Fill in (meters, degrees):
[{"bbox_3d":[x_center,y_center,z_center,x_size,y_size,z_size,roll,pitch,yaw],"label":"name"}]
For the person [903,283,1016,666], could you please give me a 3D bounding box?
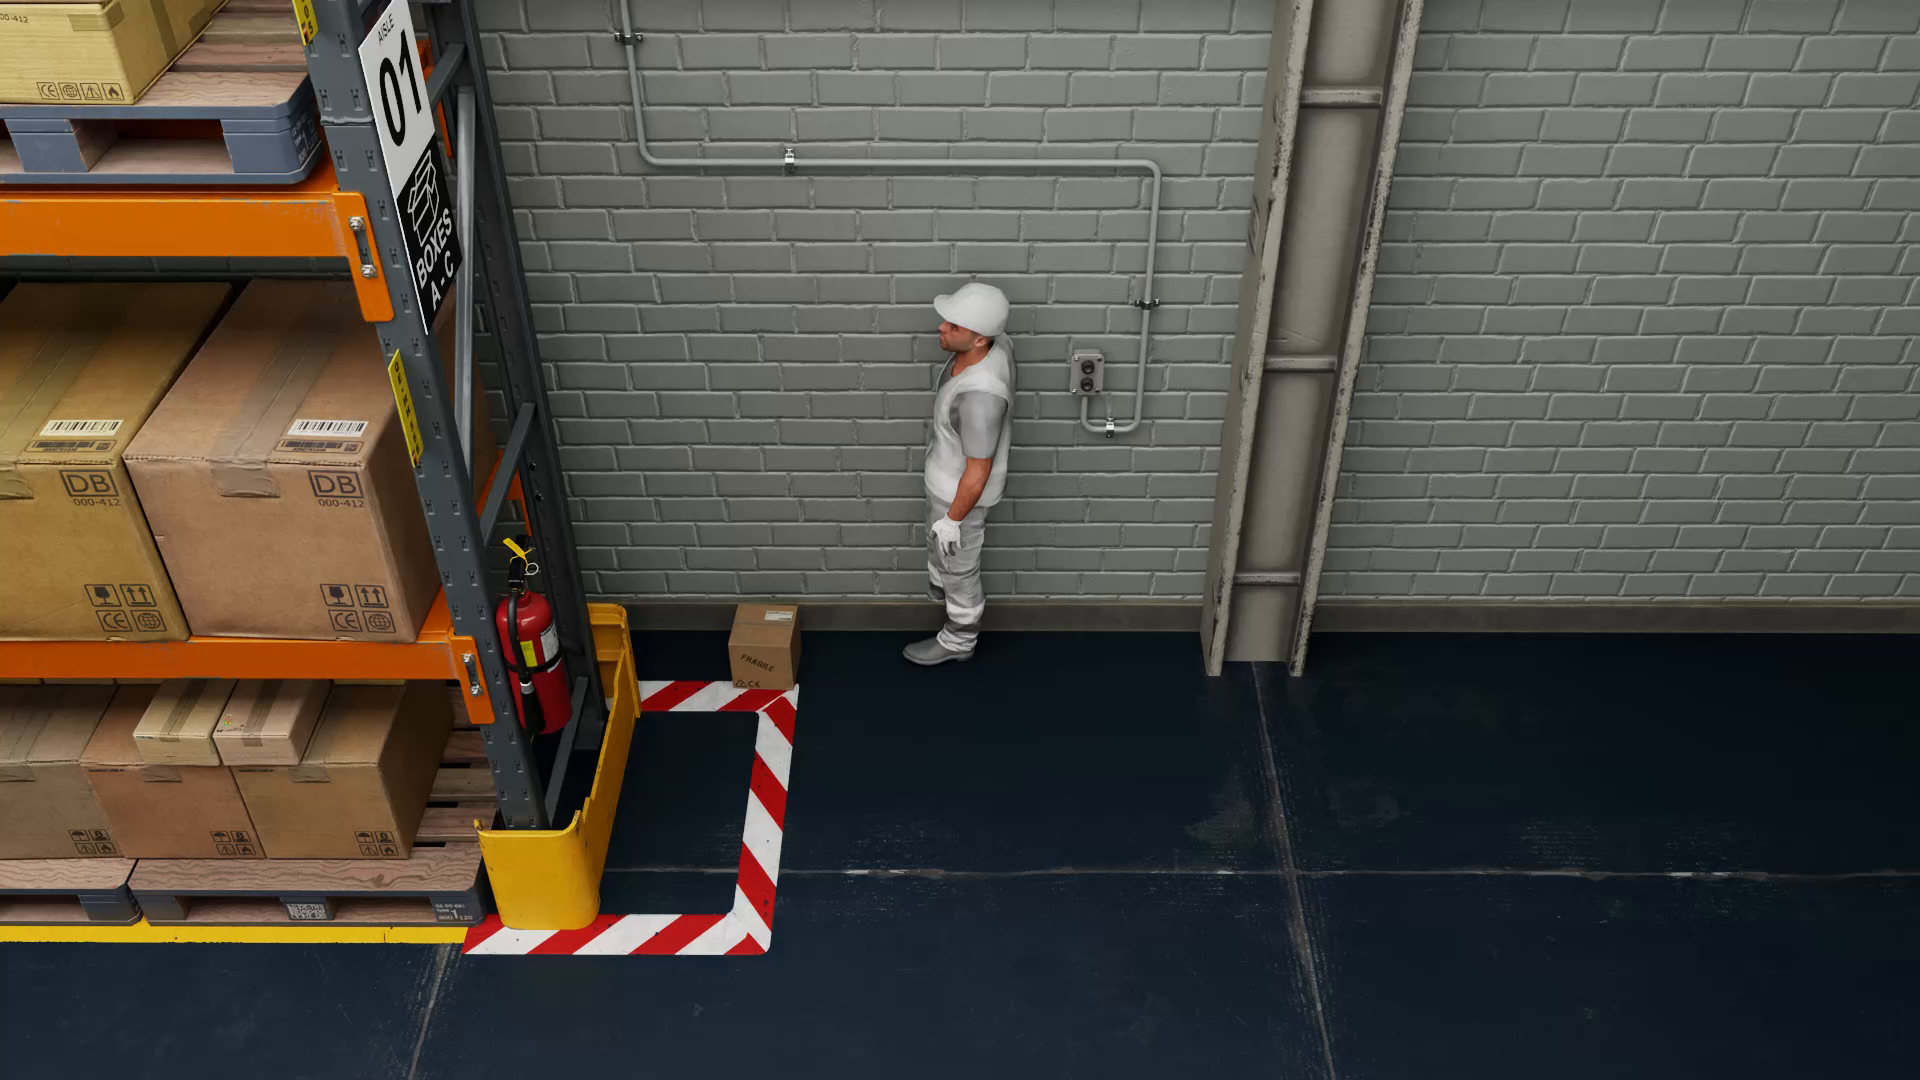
[{"bbox_3d":[-0.074,-0.229,6.402,0.562,1.790,0.638,1,39,1],"label":"person"}]
